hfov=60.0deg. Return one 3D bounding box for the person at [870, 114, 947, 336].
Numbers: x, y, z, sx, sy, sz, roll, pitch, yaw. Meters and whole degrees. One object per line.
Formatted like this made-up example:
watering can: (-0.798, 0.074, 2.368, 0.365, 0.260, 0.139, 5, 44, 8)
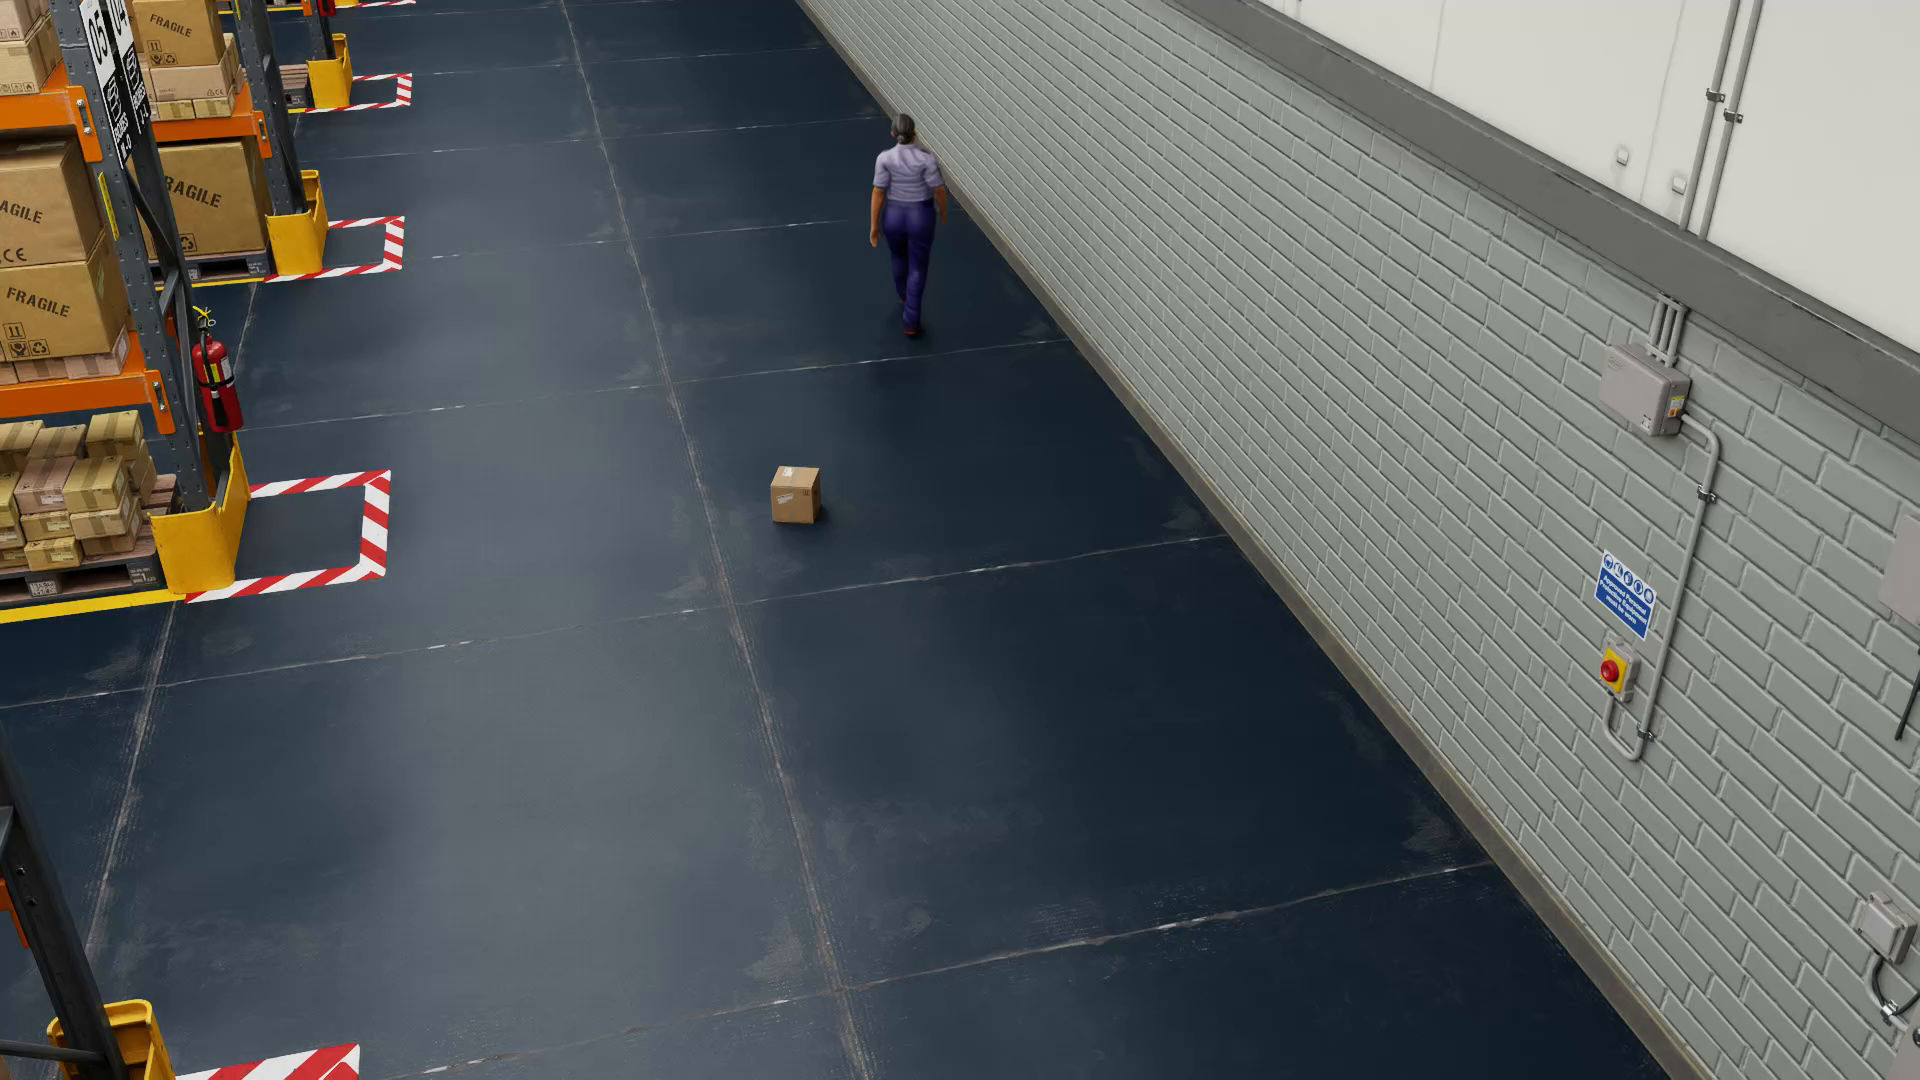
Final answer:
person: (-0.332, -2.404, 12.331, 0.529, 1.624, 0.814, 7, 31, 12)
